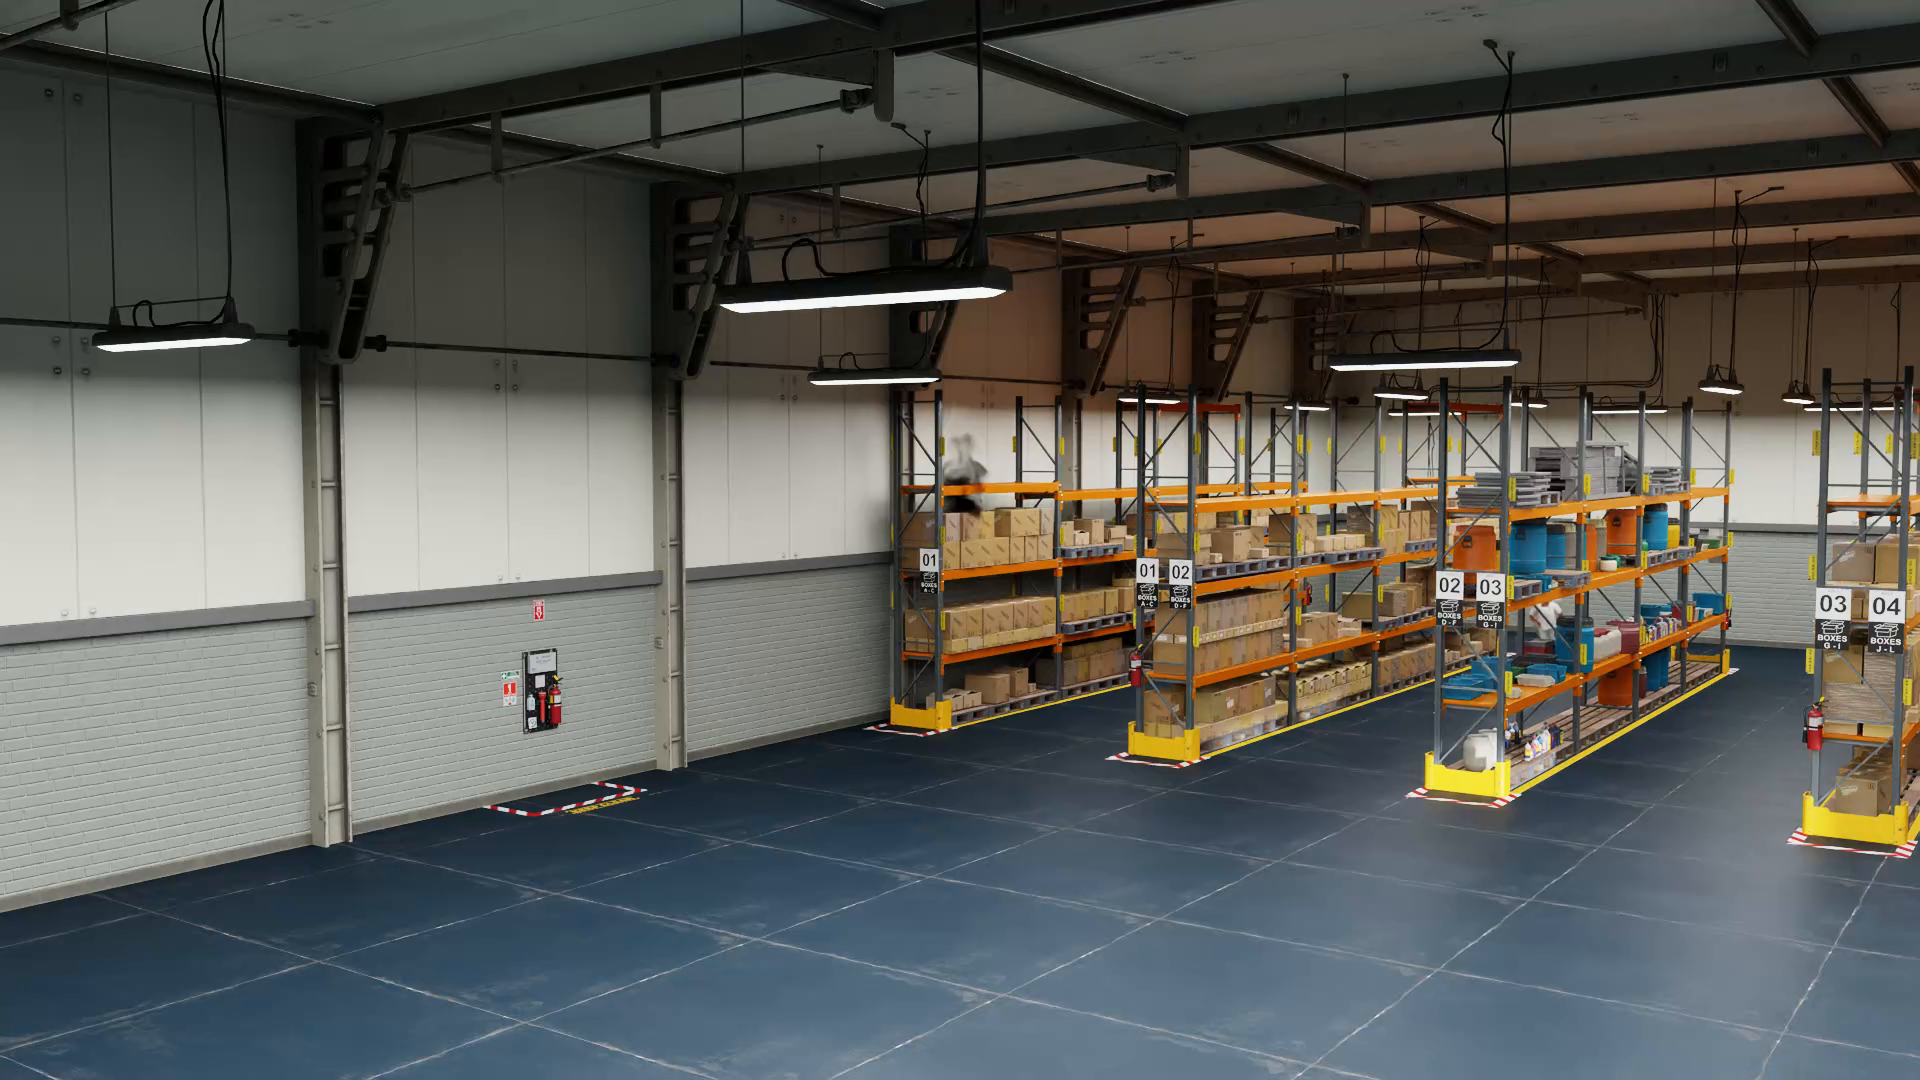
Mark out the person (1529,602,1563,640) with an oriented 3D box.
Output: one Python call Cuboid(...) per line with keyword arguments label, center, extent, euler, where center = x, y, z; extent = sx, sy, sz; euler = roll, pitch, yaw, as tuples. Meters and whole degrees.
Cuboid(label="person", center=(13.314, 2.015, 37.802), extent=(0.733, 1.717, 0.526), euler=(1, 3, 18))
